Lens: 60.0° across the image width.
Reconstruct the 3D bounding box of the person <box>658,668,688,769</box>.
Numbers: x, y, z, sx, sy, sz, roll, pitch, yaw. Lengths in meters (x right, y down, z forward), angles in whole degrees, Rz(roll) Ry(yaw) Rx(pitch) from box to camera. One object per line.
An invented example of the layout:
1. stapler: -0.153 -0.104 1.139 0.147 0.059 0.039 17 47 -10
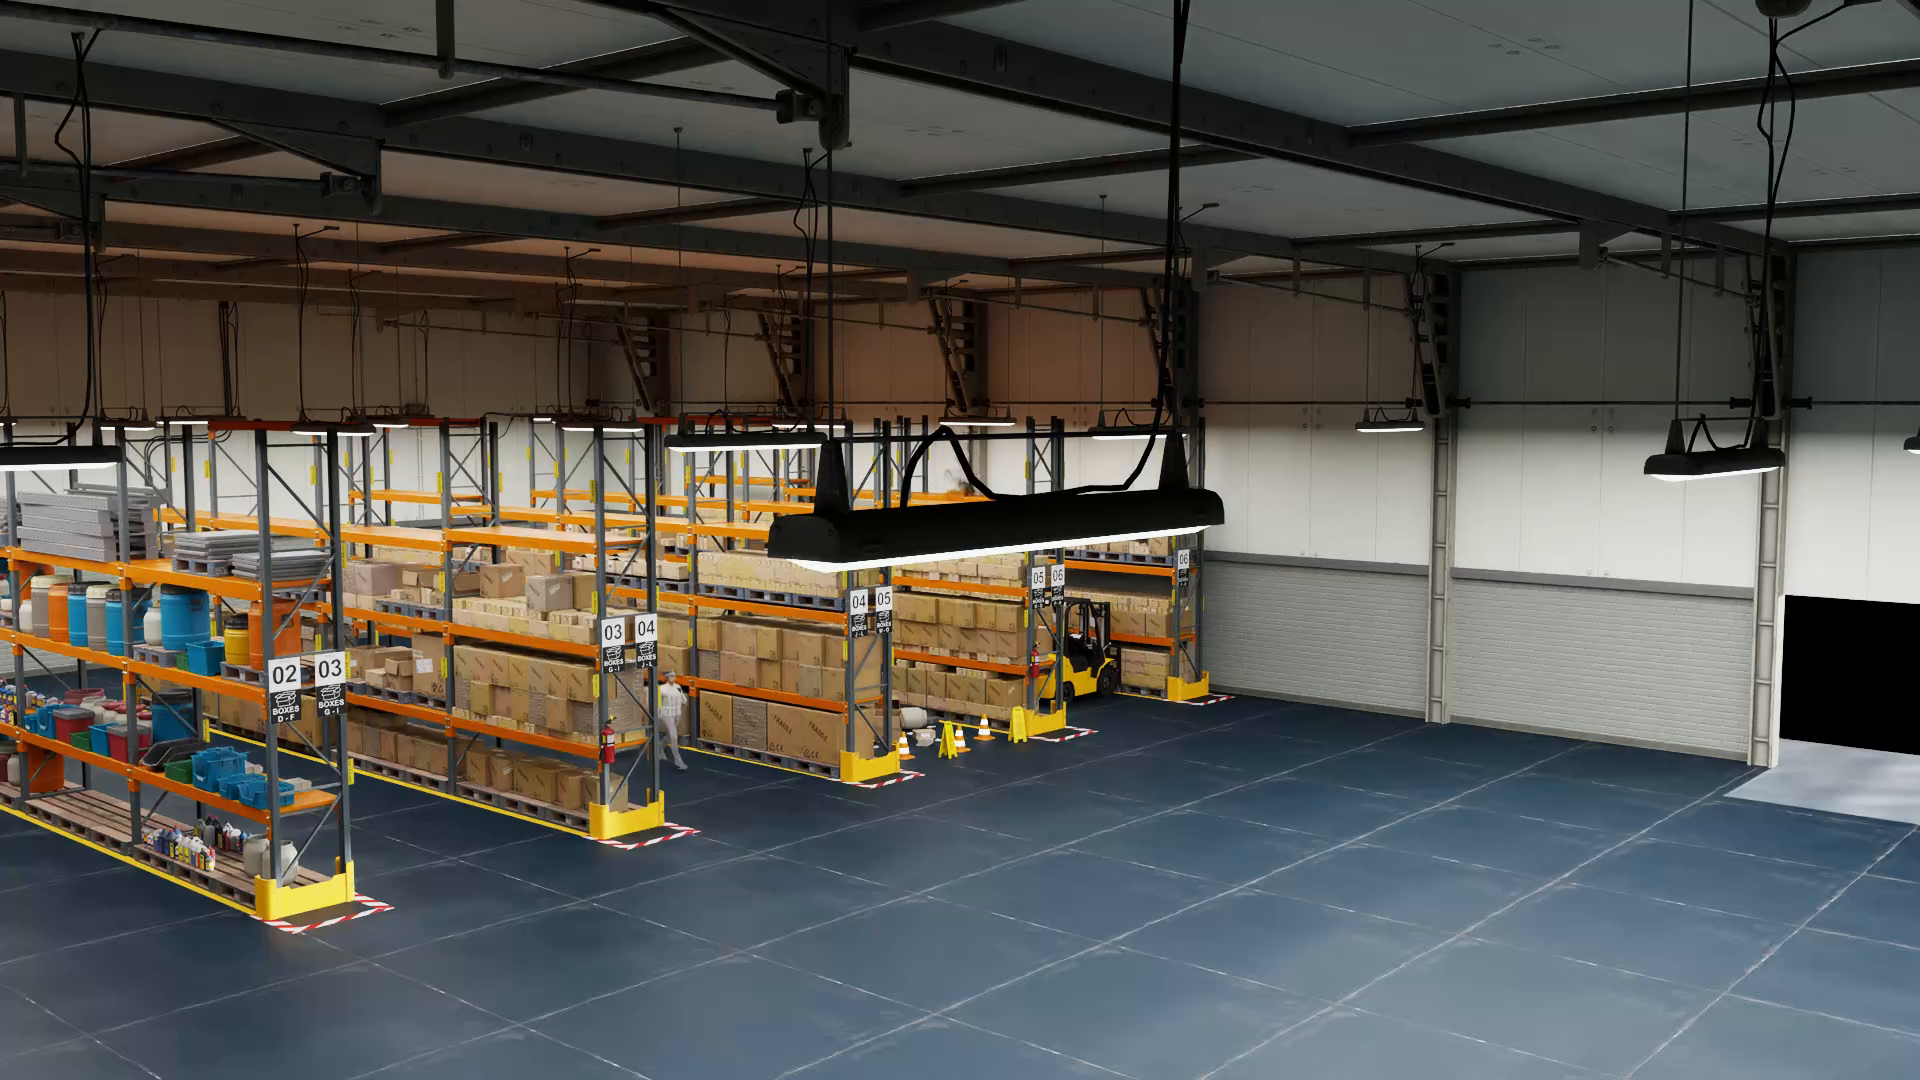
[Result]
1. person: -5.005 3.068 28.844 0.893 1.704 0.604 4 6 37
